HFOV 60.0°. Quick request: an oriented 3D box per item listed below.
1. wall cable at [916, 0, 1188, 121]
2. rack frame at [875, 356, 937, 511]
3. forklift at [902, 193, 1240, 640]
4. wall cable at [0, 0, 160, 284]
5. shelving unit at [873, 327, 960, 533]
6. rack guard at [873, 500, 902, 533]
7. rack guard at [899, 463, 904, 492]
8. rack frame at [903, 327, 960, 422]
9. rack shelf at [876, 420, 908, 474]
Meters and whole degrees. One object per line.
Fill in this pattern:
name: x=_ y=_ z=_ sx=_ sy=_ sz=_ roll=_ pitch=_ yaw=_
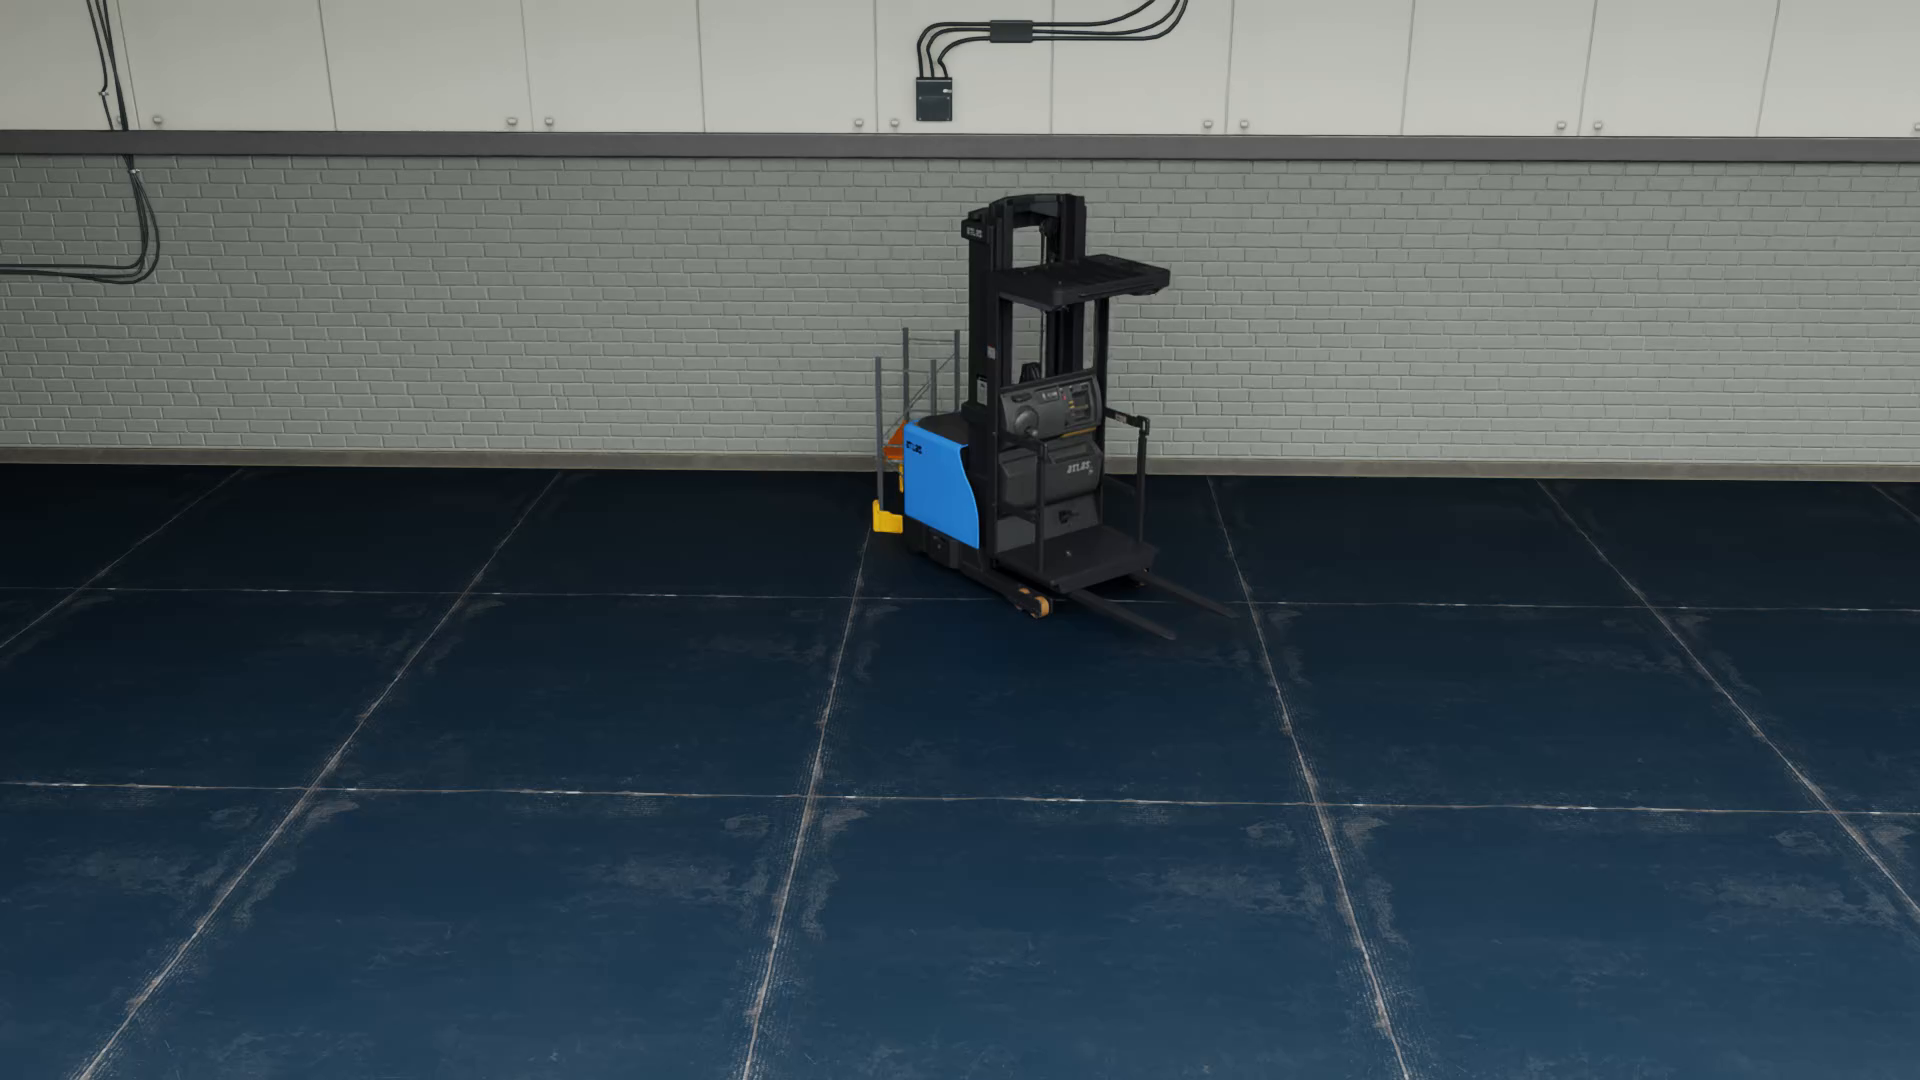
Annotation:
wall cable: x=0.780 y=-6.383 z=13.132 sx=2.305 sy=6.003 sz=0.169 roll=1 pitch=21 yaw=2
rack frame: x=-0.440 y=-0.771 z=13.737 sx=0.500 sy=1.500 sz=0.032 roll=4 pitch=22 yaw=10
forklift: x=0.816 y=-0.986 z=12.310 sx=1.130 sy=2.935 sz=3.031 roll=-15 pitch=26 yaw=-34
wall cable: x=-8.708 y=-3.460 z=14.592 sx=3.097 sy=2.526 sz=0.112 roll=1 pitch=21 yaw=2
shelving unit: x=-0.346 y=-0.949 z=14.194 sx=0.587 sy=1.500 sz=1.083 roll=4 pitch=22 yaw=10
rack guard: x=-0.440 y=-0.189 z=13.964 sx=0.587 sy=0.250 sz=0.087 roll=4 pitch=22 yaw=10
rack guard: x=-0.252 y=-0.543 z=14.876 sx=0.587 sy=0.250 sz=0.087 roll=4 pitch=22 yaw=10
rack frame: x=-0.248 y=-1.132 z=14.668 sx=0.500 sy=1.500 sz=0.032 roll=4 pitch=22 yaw=10
rack shelf: x=-0.344 y=-0.784 z=14.267 sx=0.538 sy=0.185 sz=1.000 roll=4 pitch=22 yaw=10
